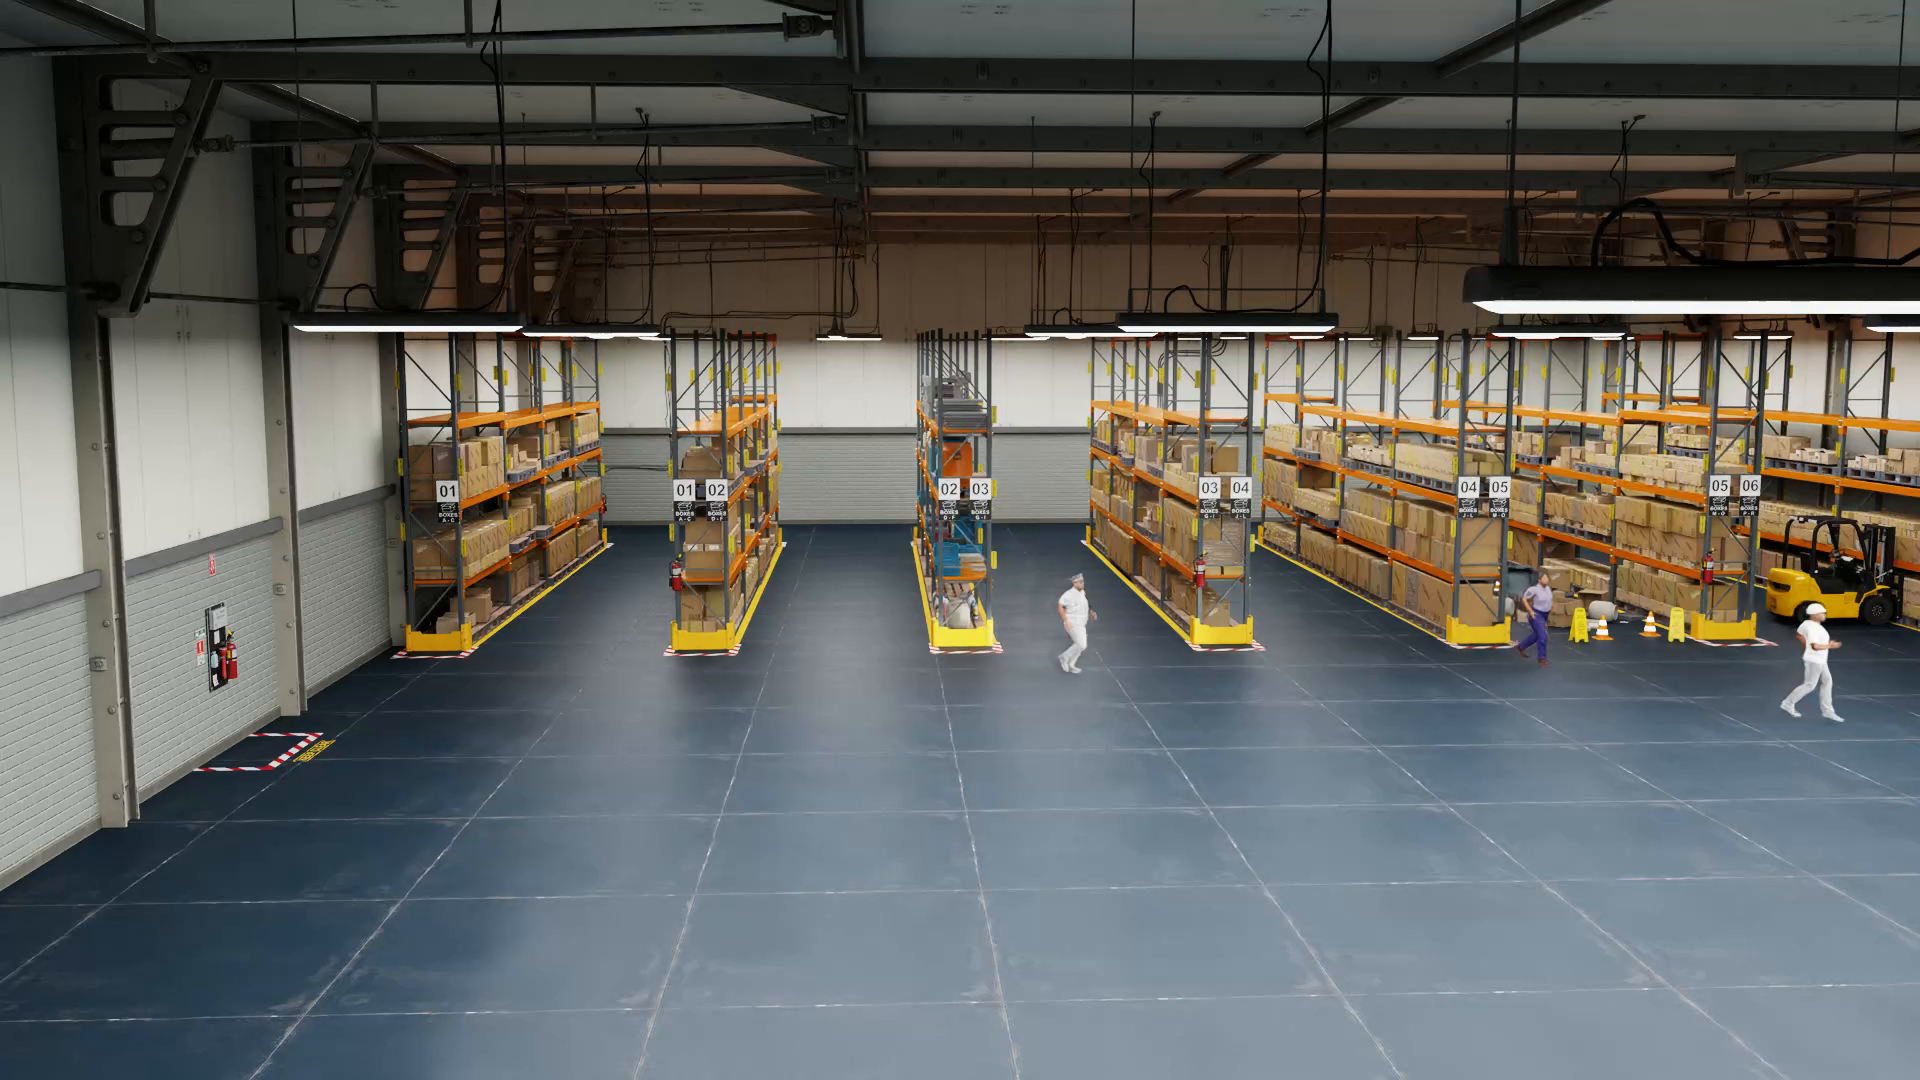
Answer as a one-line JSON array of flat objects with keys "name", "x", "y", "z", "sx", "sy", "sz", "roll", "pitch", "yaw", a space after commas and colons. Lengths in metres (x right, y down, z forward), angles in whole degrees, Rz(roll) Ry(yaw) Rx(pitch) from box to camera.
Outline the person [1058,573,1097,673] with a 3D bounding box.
[{"name": "person", "x": 2.068, "y": 1.450, "z": 28.989, "sx": 0.591, "sy": 1.745, "sz": 0.671, "roll": 4, "pitch": 8, "yaw": 30}]

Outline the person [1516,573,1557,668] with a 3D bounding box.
[{"name": "person", "x": 10.342, "y": 1.406, "z": 29.832, "sx": 0.604, "sy": 1.664, "sz": 0.825, "roll": -5, "pitch": 8, "yaw": -37}]

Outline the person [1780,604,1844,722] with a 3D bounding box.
[{"name": "person", "x": 12.971, "y": 1.852, "z": 25.220, "sx": 0.867, "sy": 1.783, "sz": 0.691, "roll": 4, "pitch": 8, "yaw": 30}]
